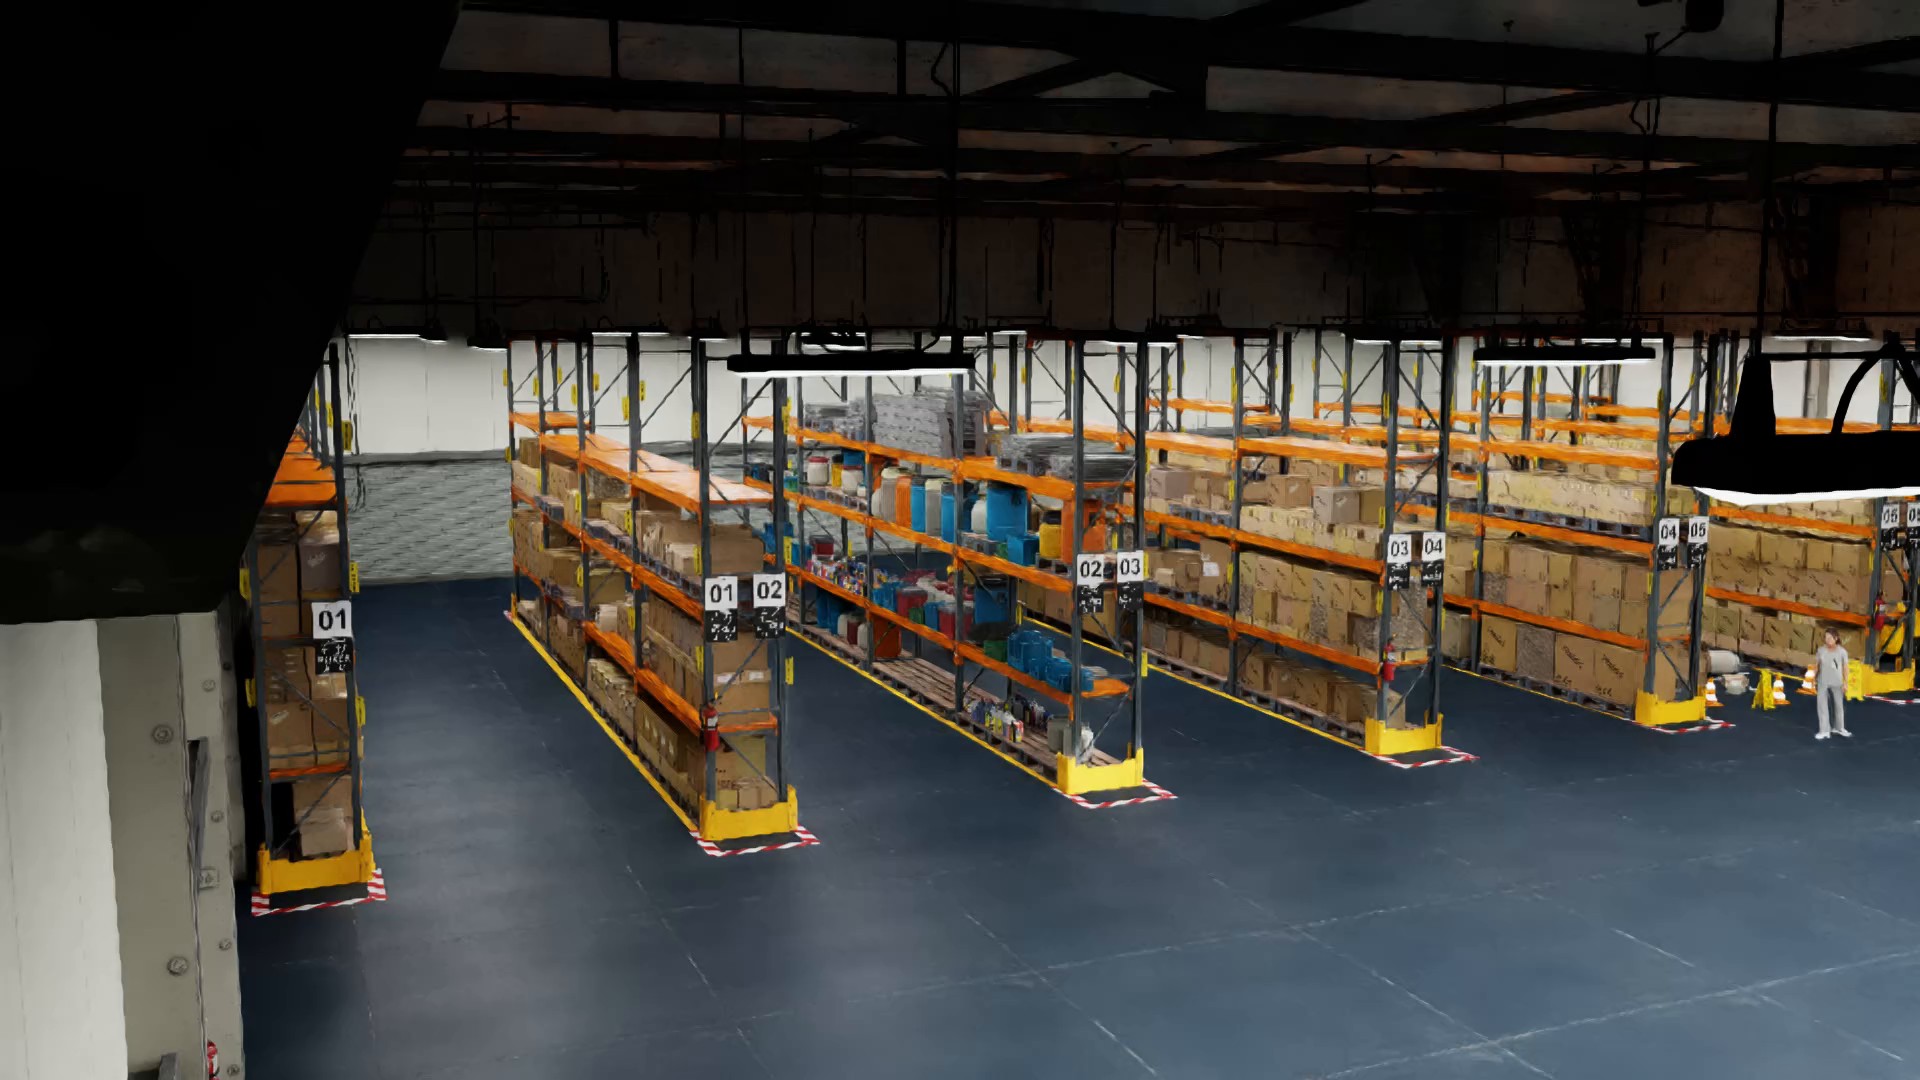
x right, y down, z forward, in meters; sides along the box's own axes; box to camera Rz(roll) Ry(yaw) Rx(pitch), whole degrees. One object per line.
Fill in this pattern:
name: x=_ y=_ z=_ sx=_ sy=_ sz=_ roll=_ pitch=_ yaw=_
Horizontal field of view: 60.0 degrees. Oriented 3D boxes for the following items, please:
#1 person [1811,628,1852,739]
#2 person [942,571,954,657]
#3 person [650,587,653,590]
person: x=13.078 y=2.138 z=24.910 sx=0.567 sy=1.664 sz=0.543 roll=6 pitch=10 yaw=38
person: x=-0.151 y=1.350 z=30.920 sx=0.478 sy=1.554 sz=1.093 roll=-4 pitch=9 yaw=-25
person: x=-5.944 y=0.935 z=33.595 sx=0.556 sy=1.669 sz=1.040 roll=-3 pitch=8 yaw=-24
